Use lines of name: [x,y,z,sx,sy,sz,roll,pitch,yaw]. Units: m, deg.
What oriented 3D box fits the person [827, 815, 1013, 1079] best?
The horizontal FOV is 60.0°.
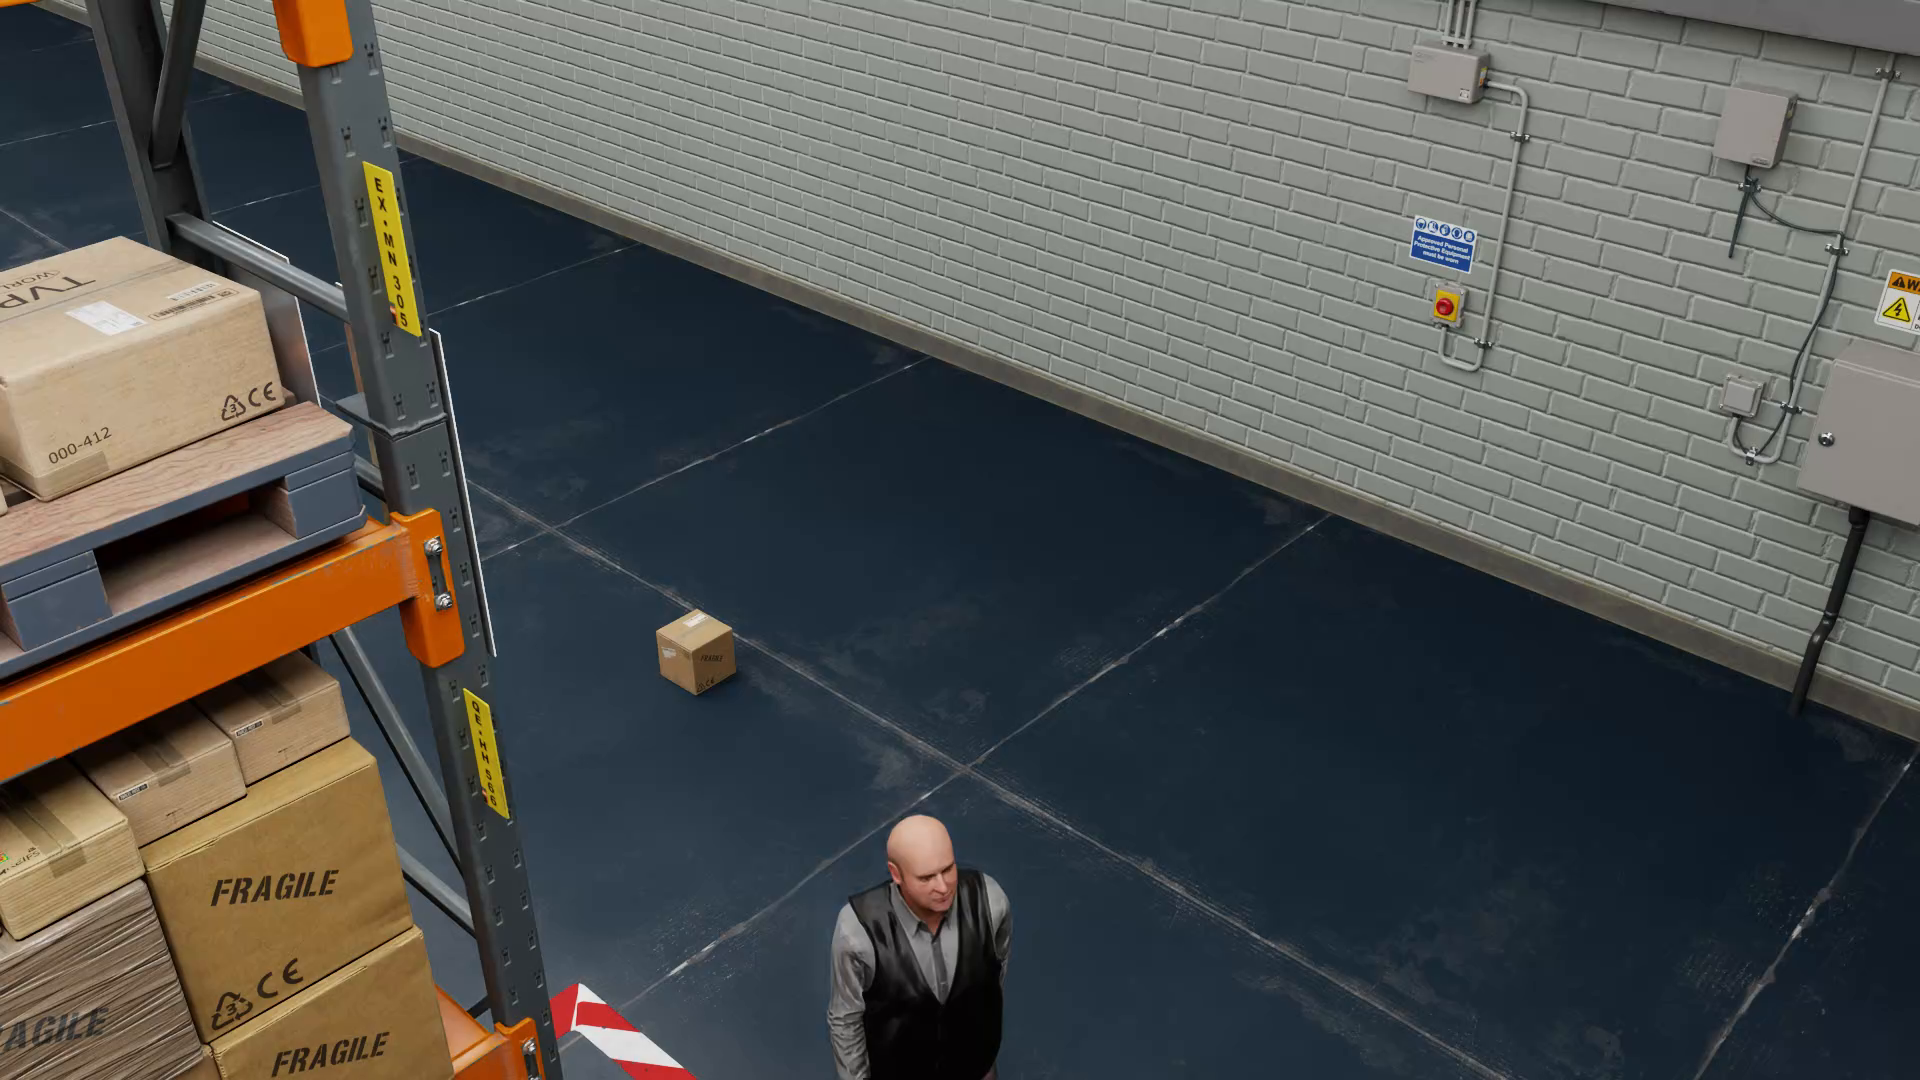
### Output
person: [-0.078,1.504,4.635,0.553,1.671,0.968,-8,32,-13]
